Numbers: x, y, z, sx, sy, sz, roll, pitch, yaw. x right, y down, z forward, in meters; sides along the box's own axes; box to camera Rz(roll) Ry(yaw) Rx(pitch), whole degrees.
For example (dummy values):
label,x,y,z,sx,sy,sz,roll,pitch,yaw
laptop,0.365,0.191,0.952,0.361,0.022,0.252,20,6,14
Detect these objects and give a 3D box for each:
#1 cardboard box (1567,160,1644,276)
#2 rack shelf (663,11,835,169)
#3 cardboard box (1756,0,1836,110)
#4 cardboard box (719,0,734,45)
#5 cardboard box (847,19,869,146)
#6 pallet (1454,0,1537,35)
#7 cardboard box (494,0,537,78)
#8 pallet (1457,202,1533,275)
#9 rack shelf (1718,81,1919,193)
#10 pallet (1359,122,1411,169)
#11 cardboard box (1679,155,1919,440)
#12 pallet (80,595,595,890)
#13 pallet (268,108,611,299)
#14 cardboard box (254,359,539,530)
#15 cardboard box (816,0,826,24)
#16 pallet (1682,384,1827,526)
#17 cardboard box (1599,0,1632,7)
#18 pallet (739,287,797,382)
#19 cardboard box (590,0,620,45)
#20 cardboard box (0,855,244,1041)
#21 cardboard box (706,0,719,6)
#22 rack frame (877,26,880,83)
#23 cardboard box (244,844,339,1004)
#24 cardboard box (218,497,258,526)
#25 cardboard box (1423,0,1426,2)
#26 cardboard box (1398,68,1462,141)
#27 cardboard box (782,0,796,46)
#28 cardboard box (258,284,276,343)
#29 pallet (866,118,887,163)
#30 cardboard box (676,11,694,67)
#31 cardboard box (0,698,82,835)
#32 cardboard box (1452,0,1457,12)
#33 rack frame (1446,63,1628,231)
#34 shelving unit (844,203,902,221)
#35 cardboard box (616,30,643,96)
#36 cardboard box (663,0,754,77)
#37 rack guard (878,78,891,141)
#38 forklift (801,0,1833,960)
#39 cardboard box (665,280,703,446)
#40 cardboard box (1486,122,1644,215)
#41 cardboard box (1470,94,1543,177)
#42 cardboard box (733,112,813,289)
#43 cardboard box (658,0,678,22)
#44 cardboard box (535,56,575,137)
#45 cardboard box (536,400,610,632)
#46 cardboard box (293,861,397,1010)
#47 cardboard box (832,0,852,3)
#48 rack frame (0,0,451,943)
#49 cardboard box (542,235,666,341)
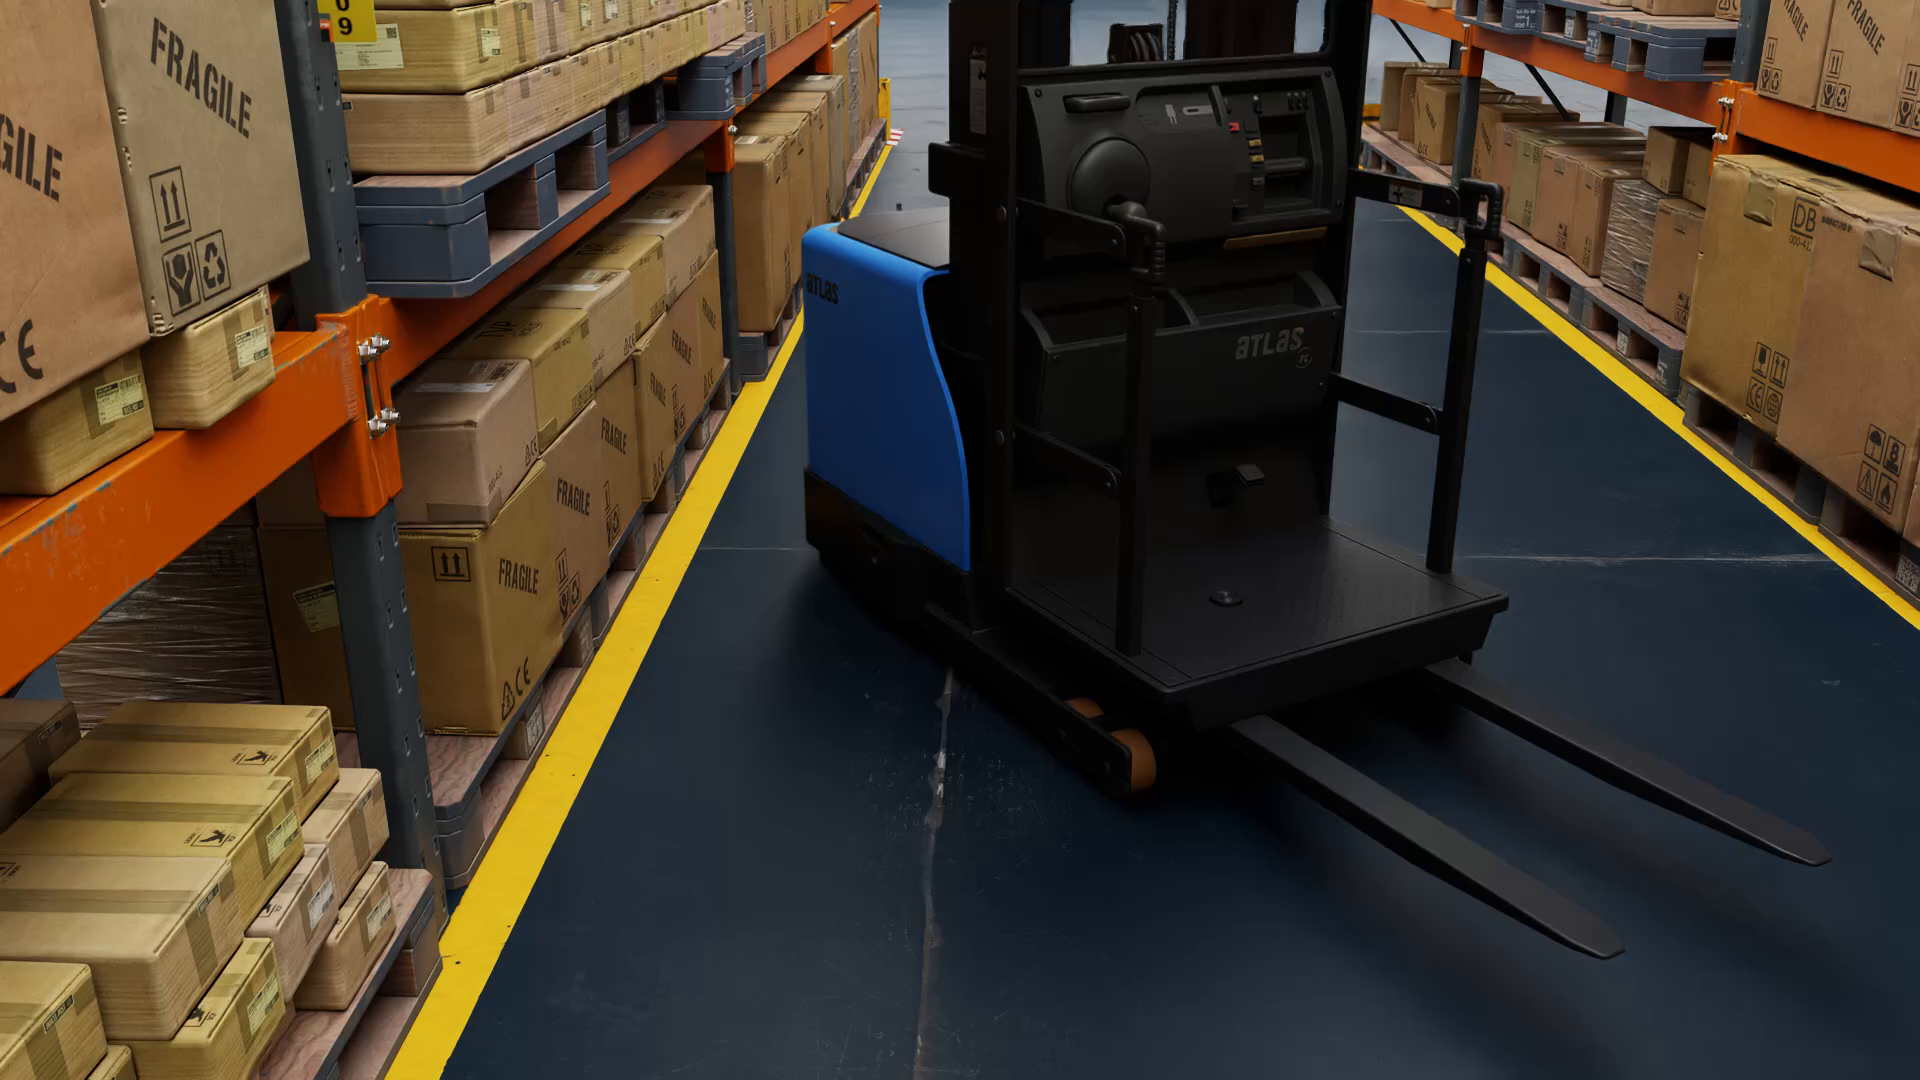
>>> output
label,x,y,z,sx,sy,sz,roll,pitch,yaw
cardboard box,3.525,-1.627,8.424,0.700,0.500,0.500,2,21,6
rack shelf,-1.384,-2.418,8.609,1.077,0.370,4.000,1,21,2
cardboard box,3.223,-1.813,5.917,0.500,0.500,0.500,1,21,3
cardboard box,-1.010,-1.836,5.881,0.380,0.149,0.250,1,21,1
cardboard box,-1.181,-3.564,12.925,0.875,0.875,0.875,0,21,1
pallet,3.463,-3.021,9.434,1.003,0.211,1.213,1,21,2
cardboard box,-1.089,-1.033,3.399,0.380,0.149,0.250,0,21,1
pallet,3.609,-1.804,9.887,1.003,0.211,1.213,1,21,2
rack shelf,3.449,-0.881,4.647,1.077,0.370,4.000,1,21,2
pallet,3.691,-3.211,13.513,1.003,0.211,1.213,1,21,2
cardboard box,3.468,-0.895,6.046,1.225,0.875,0.875,0,21,-1
pallet,-1.544,0.434,4.118,1.003,0.211,1.213,1,21,2
pallet,-1.398,-0.769,3.631,1.003,0.211,1.213,1,21,2
cardboard box,-1.280,-0.228,3.809,0.500,0.250,0.500,0,21,-1
cardboard box,-1.072,-3.332,9.831,0.500,0.500,0.500,1,21,1
pallet,3.411,-0.355,6.152,1.003,0.211,1.213,1,21,2
cardboard box,3.291,-2.678,7.890,0.396,0.266,0.258,0,21,0
pallet,-1.345,-1.015,7.852,1.003,0.211,1.213,1,21,2
cardboard box,-1.068,-1.317,4.133,0.380,0.149,0.250,1,21,4
cardboard box,-1.286,0.586,2.410,0.380,0.149,0.250,0,21,1
cardboard box,-1.016,-1.872,5.564,0.380,0.149,0.250,1,21,3
rack frame,-1.201,-4.923,14.070,1.000,3.000,0.127,1,21,2
cardboard box,-1.254,0.626,2.719,0.380,0.149,0.250,0,21,-1
cardboard box,-1.796,-0.236,3.830,0.500,0.250,0.500,0,21,0
cardboard box,3.432,-3.801,11.525,0.380,0.149,0.250,1,21,2
cardboard box,3.734,-3.420,13.072,0.500,0.500,0.500,6,22,16
cardboard box,-1.115,-2.783,8.416,0.500,0.500,0.500,0,21,1
cardboard box,-1.341,-0.361,2.660,0.380,0.149,0.250,0,21,1
pallet,-1.147,-3.333,13.827,1.003,0.211,1.213,1,21,2
cardboard box,-1.035,-1.556,5.158,0.380,0.149,0.250,0,21,-1
cardboard box,-1.784,0.394,2.905,0.380,0.149,0.250,1,21,4
cardboard box,3.361,-3.440,10.595,0.380,0.149,0.250,1,21,2
rack frame,3.632,-3.386,10.108,1.000,3.000,0.127,1,21,2
shelving unit,-0.238,-0.567,5.538,0.215,1.050,0.252,-9,23,-22
cardboard box,-1.060,-1.272,4.428,0.380,0.149,0.250,0,21,1
cardboard box,-1.161,-2.236,7.008,0.500,0.500,0.500,1,21,2
rack guard,-1.201,-3.766,14.545,1.175,0.500,0.348,1,21,2
forklift,0.682,-0.943,3.907,1.130,2.935,3.031,-12,24,-28
cardboard box,-1.223,-0.632,5.887,0.500,0.500,0.500,1,21,4
cardboard box,3.591,-2.204,9.909,0.700,0.500,0.500,-1,21,-3
cardboard box,3.694,-2.767,11.390,0.500,0.500,0.500,8,22,19
cardboard box,-1.313,-1.713,8.326,1.050,0.750,0.750,1,21,2
cardboard box,-1.042,-1.598,4.856,0.380,0.149,0.250,1,21,3
cardboard box,-1.080,-0.991,3.703,0.380,0.149,0.250,1,21,2
cardboard box,-1.264,-0.070,4.438,0.500,0.500,0.500,2,21,4
cardboard box,-1.238,0.695,2.952,0.380,0.149,0.250,1,21,2
cardboard box,-1.196,-4.073,11.673,0.875,0.550,0.550,1,21,2
rack frame,-1.566,-0.584,2.888,1.000,3.000,0.127,1,21,2
cardboard box,-1.239,-0.794,5.267,0.500,0.250,0.500,1,21,3
